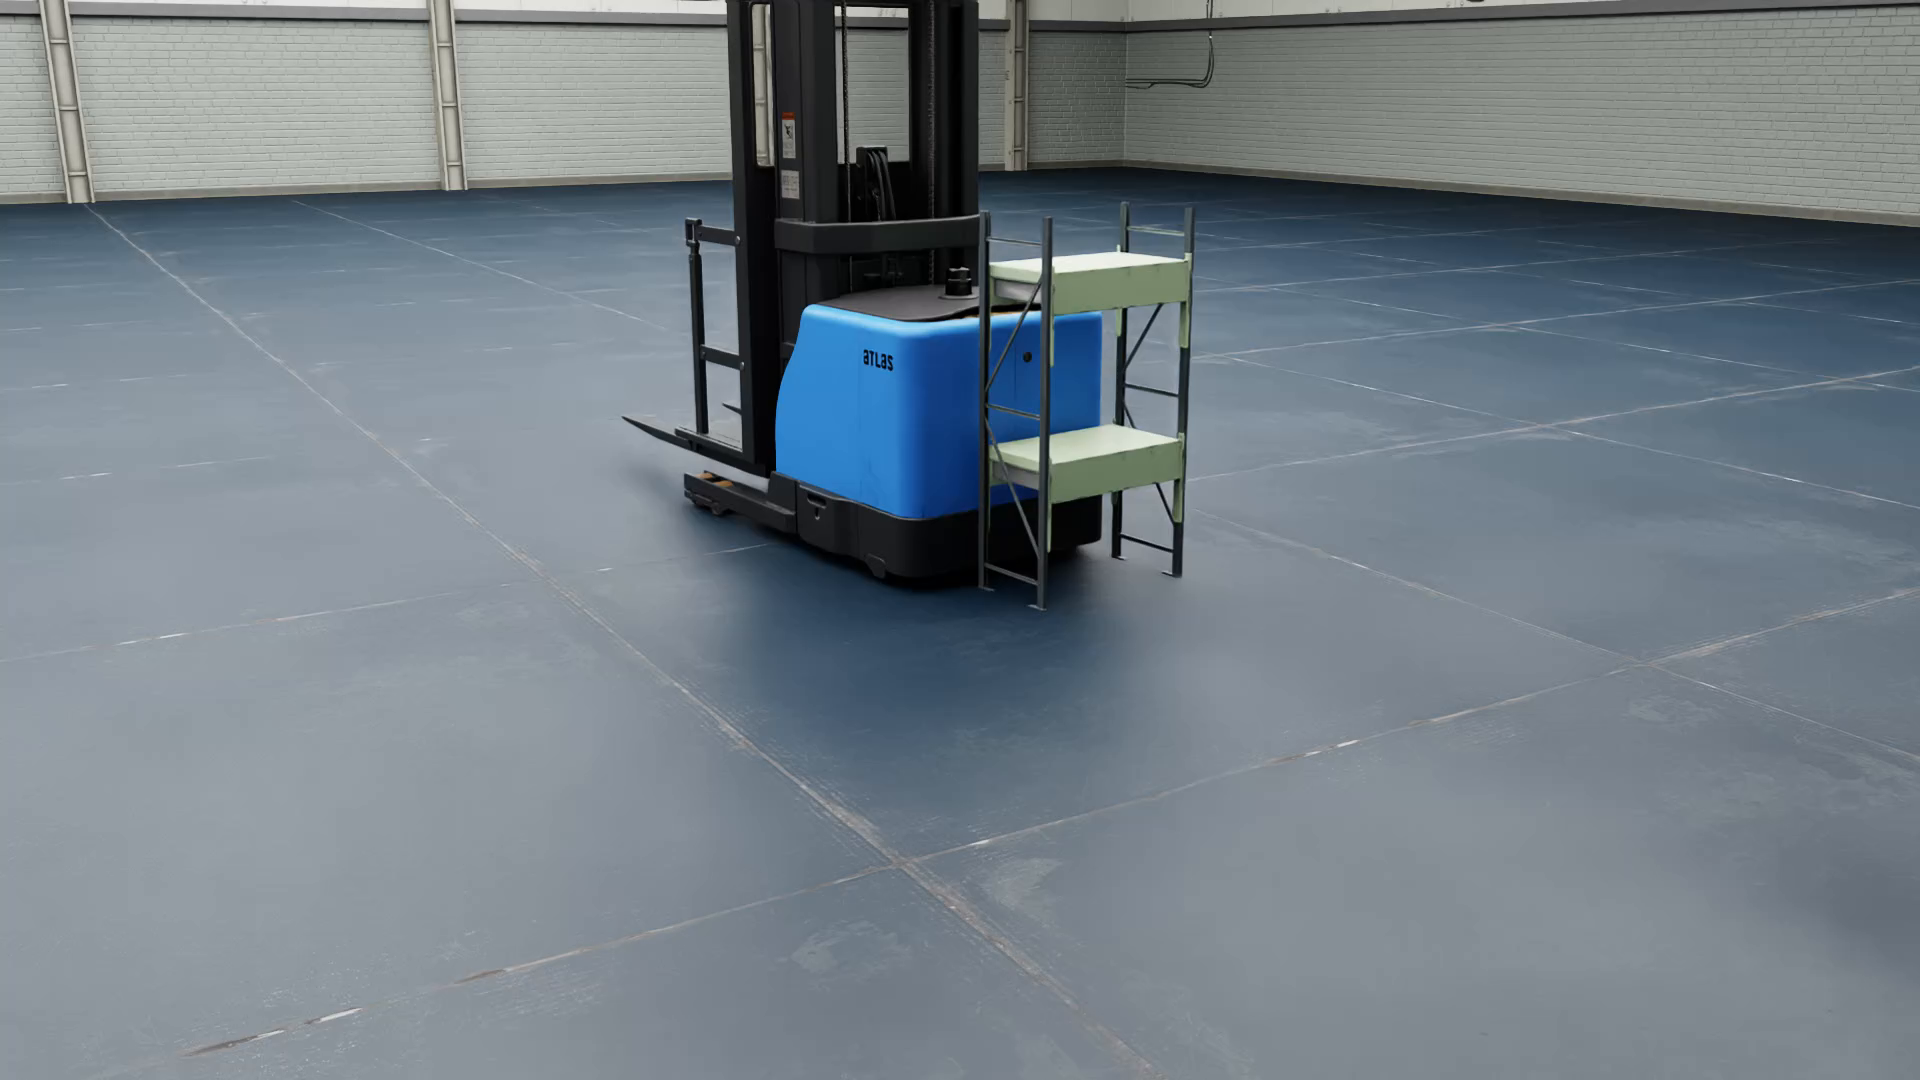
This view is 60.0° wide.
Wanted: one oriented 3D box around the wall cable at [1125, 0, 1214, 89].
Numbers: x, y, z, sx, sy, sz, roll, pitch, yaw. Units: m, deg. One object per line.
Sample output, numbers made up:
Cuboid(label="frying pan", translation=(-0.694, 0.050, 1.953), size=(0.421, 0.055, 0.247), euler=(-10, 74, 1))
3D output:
Cuboid(label="wall cable", translation=(4.409, -10.911, 35.414), size=(0.112, 2.526, 3.097), euler=(-9, 18, -30))

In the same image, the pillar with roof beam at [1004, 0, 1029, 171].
Cuboid(label="pillar with roof beam", translation=(3.419, -11.306, 31.072), size=(0.400, 9.000, 9.100), euler=(-9, 18, -30))

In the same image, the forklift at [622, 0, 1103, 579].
Cuboid(label="forklift", translation=(-0.665, -1.593, 7.662), size=(1.130, 2.935, 3.031), euler=(-11, 19, -35))

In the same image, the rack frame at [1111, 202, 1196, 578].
Cuboid(label="rack frame", translation=(0.783, -0.608, 6.800), size=(0.023, 1.500, 0.400), euler=(-12, 20, -36))

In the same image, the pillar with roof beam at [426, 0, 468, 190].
Cuboid(label="pillar with roof beam", translation=(-6.867, -9.638, 25.121), size=(0.400, 9.000, 9.100), euler=(-9, 18, -30))

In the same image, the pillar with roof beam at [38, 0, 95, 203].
Cuboid(label="pillar with roof beam", translation=(-12.010, -8.804, 22.146), size=(0.400, 9.000, 9.100), euler=(-9, 18, -30))

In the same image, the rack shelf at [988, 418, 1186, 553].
Cuboid(label="rack shelf", translation=(0.494, -0.233, 6.671), size=(0.720, 0.370, 0.431), euler=(-12, 20, -36))

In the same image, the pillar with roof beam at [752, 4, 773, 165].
Cuboid(label="pillar with roof beam", translation=(-1.724, -10.472, 28.097), size=(0.400, 9.000, 9.100), euler=(-9, 18, -30))

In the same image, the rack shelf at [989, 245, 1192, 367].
Cuboid(label="rack shelf", translation=(0.494, -0.923, 6.478), size=(0.720, 0.370, 0.431), euler=(-12, 20, -36))

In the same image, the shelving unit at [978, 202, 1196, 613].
Cuboid(label="shelving unit", translation=(0.494, -0.547, 6.583), size=(0.755, 1.500, 0.431), euler=(-12, 20, -36))

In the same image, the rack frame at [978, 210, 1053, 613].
Cuboid(label="rack frame", translation=(0.206, -0.487, 6.367), size=(0.023, 1.500, 0.400), euler=(-12, 20, -36))
